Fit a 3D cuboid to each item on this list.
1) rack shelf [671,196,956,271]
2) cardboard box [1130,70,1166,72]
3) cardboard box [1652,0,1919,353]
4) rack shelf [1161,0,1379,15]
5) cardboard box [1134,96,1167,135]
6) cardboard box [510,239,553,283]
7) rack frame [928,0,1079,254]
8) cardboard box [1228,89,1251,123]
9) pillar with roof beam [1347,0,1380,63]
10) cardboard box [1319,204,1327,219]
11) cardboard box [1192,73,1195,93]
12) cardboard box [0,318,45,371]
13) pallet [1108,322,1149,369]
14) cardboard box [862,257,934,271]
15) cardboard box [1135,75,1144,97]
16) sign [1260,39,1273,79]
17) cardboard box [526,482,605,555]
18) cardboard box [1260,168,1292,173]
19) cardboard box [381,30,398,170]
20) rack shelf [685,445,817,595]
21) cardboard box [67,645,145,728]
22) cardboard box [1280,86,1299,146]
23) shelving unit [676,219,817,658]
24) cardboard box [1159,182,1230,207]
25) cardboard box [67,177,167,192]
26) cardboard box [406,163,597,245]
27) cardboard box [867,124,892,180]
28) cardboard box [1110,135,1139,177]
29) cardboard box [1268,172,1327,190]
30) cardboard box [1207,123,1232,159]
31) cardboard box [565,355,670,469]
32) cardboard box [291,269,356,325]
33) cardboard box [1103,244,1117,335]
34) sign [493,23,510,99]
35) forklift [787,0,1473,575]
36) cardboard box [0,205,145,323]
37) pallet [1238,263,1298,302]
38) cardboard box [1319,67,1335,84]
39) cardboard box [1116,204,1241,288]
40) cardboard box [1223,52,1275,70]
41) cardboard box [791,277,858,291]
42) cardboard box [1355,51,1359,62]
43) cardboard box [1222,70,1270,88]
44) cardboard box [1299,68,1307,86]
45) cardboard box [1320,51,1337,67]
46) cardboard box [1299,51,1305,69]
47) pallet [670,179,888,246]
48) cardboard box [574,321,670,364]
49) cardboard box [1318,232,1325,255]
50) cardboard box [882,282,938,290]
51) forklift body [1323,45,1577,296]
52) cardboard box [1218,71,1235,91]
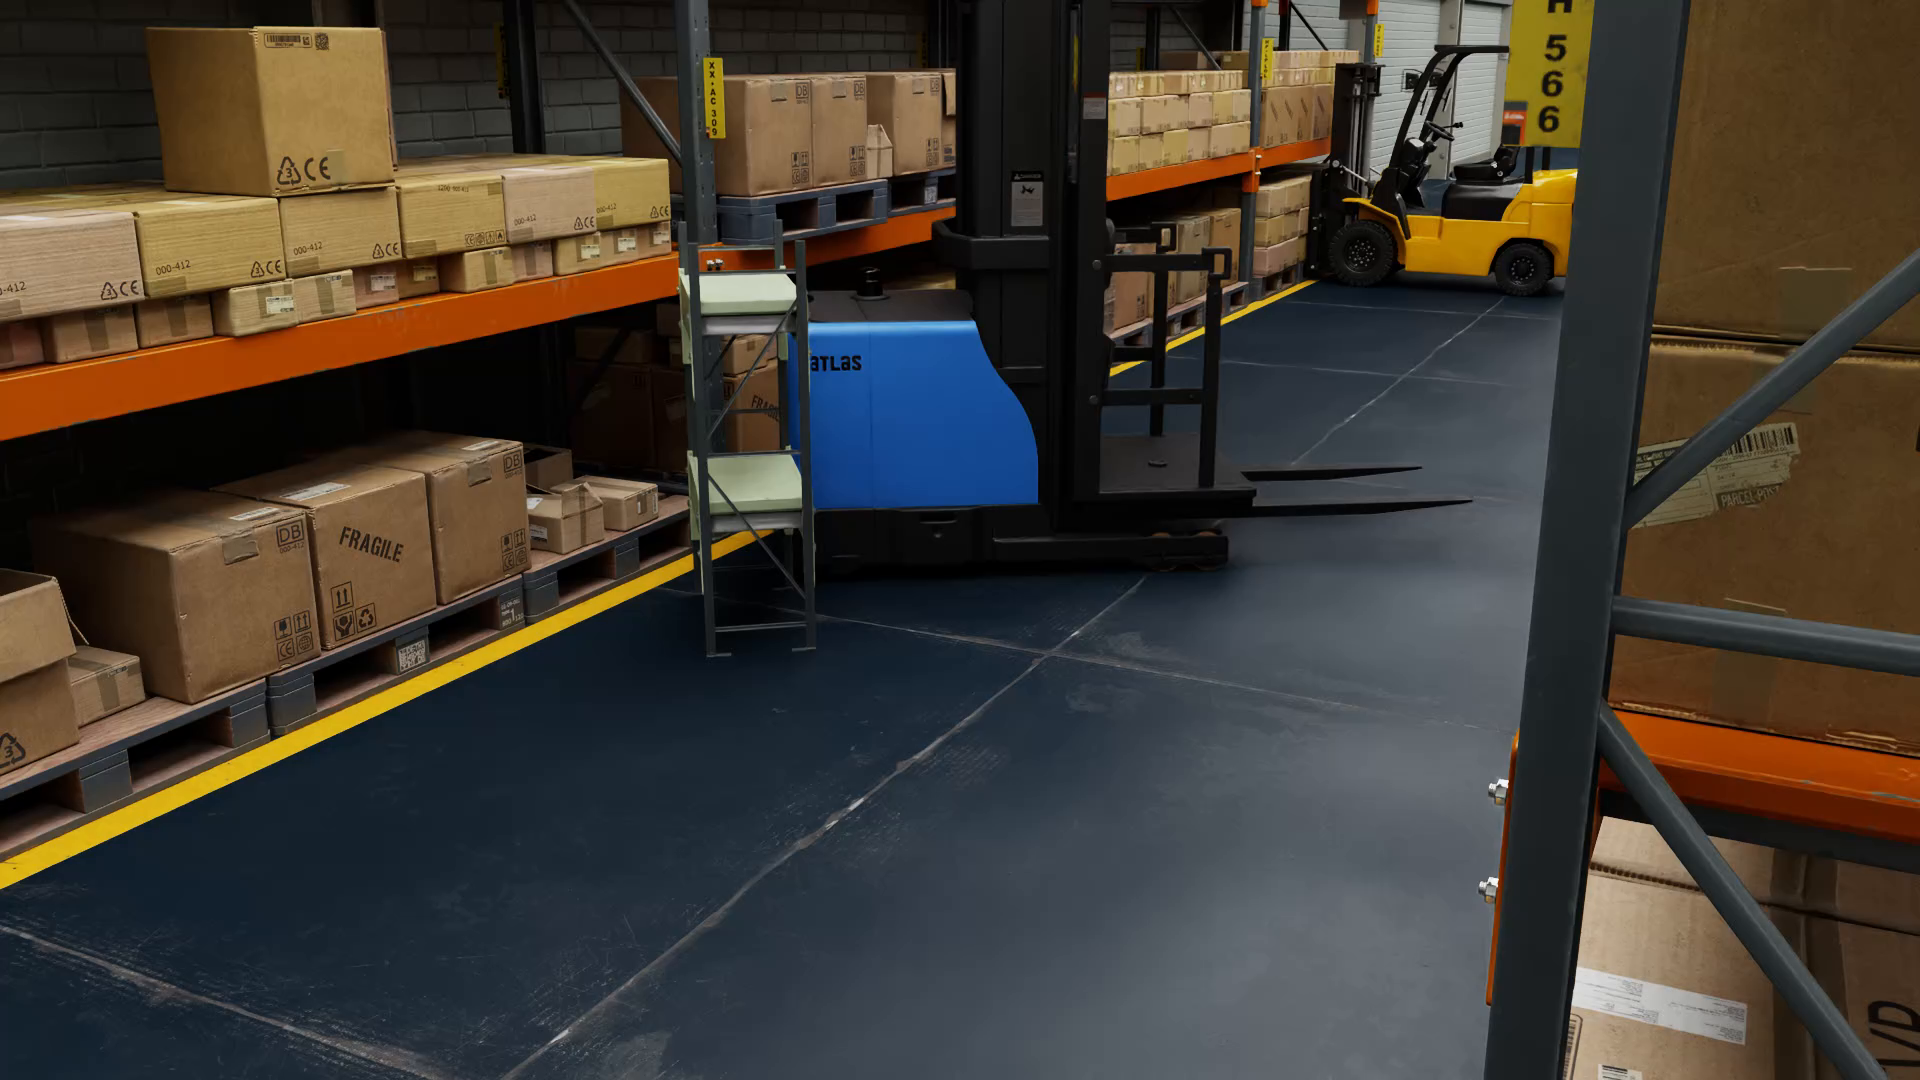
[{"bbox_3d":[-0.628,-1.667,9.133,1.077,0.370,4.000,8,18,25],"label":"rack shelf"},{"bbox_3d":[1.538,-3.775,13.652,0.380,0.149,0.250,7,18,24],"label":"cardboard box"},{"bbox_3d":[1.136,-0.533,2.121,0.500,0.500,0.500,9,19,27],"label":"cardboard box"},{"bbox_3d":[2.947,-5.143,15.566,1.077,0.370,4.000,8,18,25],"label":"rack shelf"},{"bbox_3d":[1.158,-3.030,11.841,0.500,0.250,0.500,8,18,24],"label":"cardboard box"},{"bbox_3d":[-1.771,-1.067,6.290,0.380,0.149,0.250,9,19,27],"label":"cardboard box"},{"bbox_3d":[0.266,-2.521,10.745,1.000,3.000,0.127,8,18,25],"label":"rack frame"},{"bbox_3d":[2.063,-3.550,13.595,0.500,0.250,0.500,8,18,24],"label":"cardboard box"},{"bbox_3d":[9.256,-8.353,19.842,9.100,9.000,0.400,8,18,25],"label":"pillar with roof beam"},{"bbox_3d":[3.231,-3.131,16.011,0.500,0.250,0.500,8,18,25],"label":"cardboard box"},{"bbox_3d":[1.555,-3.455,12.573,0.380,0.149,0.250,8,18,26],"label":"cardboard box"},{"bbox_3d":[-2.758,-0.554,4.563,0.380,0.149,0.250,8,18,25],"label":"cardboard box"},{"bbox_3d":[0.669,-1.389,11.832,1.003,0.211,1.213,8,18,25],"label":"pallet"},{"bbox_3d":[-0.388,-1.678,10.419,0.380,0.149,0.250,9,19,27],"label":"cardboard box"},{"bbox_3d":[1.073,-3.197,11.705,0.380,0.149,0.250,8,18,26],"label":"cardboard box"},{"bbox_3d":[2.543,-3.991,13.798,0.100,0.325,0.005,8,18,25],"label":"sign"},{"bbox_3d":[-1.667,-0.123,6.735,0.396,0.266,0.258,9,19,27],"label":"cardboard box"},{"bbox_3d":[3.004,-3.570,16.610,0.500,0.250,0.500,8,18,25],"label":"cardboard box"},{"bbox_3d":[-2.425,-1.587,6.024,0.500,0.500,0.500,8,18,24],"label":"cardboard box"},{"bbox_3d":[-0.806,-0.091,6.342,0.431,0.370,0.720,-3,17,-11],"label":"rack shelf"},{"bbox_3d":[-2.726,0.435,5.062,0.380,0.149,0.250,7,18,23],"label":"cardboard box"},{"bbox_3d":[2.703,-3.803,14.884,0.500,0.500,0.500,8,19,26],"label":"cardboard box"},{"bbox_3d":[-0.806,-0.404,6.249,0.431,1.500,0.755,-3,17,-11],"label":"shelving unit"},{"bbox_3d":[2.100,-3.053,14.870,0.500,0.250,0.500,9,19,26],"label":"cardboard box"},{"bbox_3d":[-2.650,-1.095,5.685,0.500,0.250,0.500,8,18,25],"label":"cardboard box"},{"bbox_3d":[-1.741,-1.283,6.317,0.500,0.250,0.500,8,18,26],"label":"cardboard box"},{"bbox_3d":[-0.557,-1.945,8.301,0.396,0.266,0.258,9,19,28],"label":"cardboard box"},{"bbox_3d":[0.912,-2.659,11.472,0.500,0.250,0.500,8,18,24],"label":"cardboard box"},{"bbox_3d":[3.241,-3.376,15.958,0.500,0.250,0.500,8,18,24],"label":"cardboard box"},{"bbox_3d":[1.843,-3.178,13.219,0.500,0.250,0.500,8,18,25],"label":"cardboard box"},{"bbox_3d":[-1.566,-0.668,8.159,0.500,0.500,0.500,8,18,25],"label":"cardboard box"},{"bbox_3d":[-2.197,-0.804,5.403,0.380,0.149,0.250,9,19,27],"label":"cardboard box"},{"bbox_3d":[0.557,-1.742,11.553,0.875,0.625,0.625,9,19,27],"label":"cardboard box"},{"bbox_3d":[-2.019,-2.127,7.385,0.100,0.325,0.005,8,18,25],"label":"sign"},{"bbox_3d":[0.725,-1.417,7.147,3.031,2.935,1.130,-2,17,-6],"label":"forklift"},{"bbox_3d":[-2.640,-0.764,4.570,0.500,0.250,0.500,8,18,26],"label":"cardboard box"},{"bbox_3d":[2.446,-2.401,15.237,1.003,0.211,1.213,8,18,25],"label":"pallet"},{"bbox_3d":[3.385,-4.464,15.972,0.380,0.149,0.250,8,18,26],"label":"cardboard box"},{"bbox_3d":[1.830,-2.469,14.002,0.875,0.625,0.625,9,19,28],"label":"cardboard box"},{"bbox_3d":[2.461,-4.085,14.173,0.380,0.149,0.250,9,19,26],"label":"cardboard box"},{"bbox_3d":[-0.776,-1.406,9.504,0.380,0.149,0.250,8,18,26],"label":"cardboard box"},{"bbox_3d":[3.869,-4.943,17.060,0.380,0.149,0.250,8,18,26],"label":"cardboard box"},{"bbox_3d":[2.431,-3.947,14.230,0.380,0.149,0.250,8,18,24],"label":"cardboard box"},{"bbox_3d":[2.932,-4.203,15.092,0.380,0.149,0.250,8,18,25],"label":"cardboard box"},{"bbox_3d":[3.389,-4.605,15.922,0.380,0.149,0.250,8,19,26],"label":"cardboard box"},{"bbox_3d":[2.902,-4.352,15.070,0.380,0.149,0.250,8,18,24],"label":"cardboard box"},{"bbox_3d":[-1.067,-1.600,7.981,1.003,0.211,1.213,8,18,25],"label":"pallet"},{"bbox_3d":[-1.615,-0.947,7.958,0.380,0.149,0.250,7,18,23],"label":"cardboard box"},{"bbox_3d":[3.239,-2.896,16.097,0.500,0.250,0.500,9,19,27],"label":"cardboard box"},{"bbox_3d":[-0.346,-1.343,9.292,0.380,0.149,0.250,7,18,23],"label":"cardboard box"},{"bbox_3d":[4.626,-3.437,15.319,2.313,2.155,1.214,8,18,25],"label":"forklift body"},{"bbox_3d":[2.000,-3.716,13.452,0.380,0.149,0.250,8,18,25],"label":"cardboard box"}]
